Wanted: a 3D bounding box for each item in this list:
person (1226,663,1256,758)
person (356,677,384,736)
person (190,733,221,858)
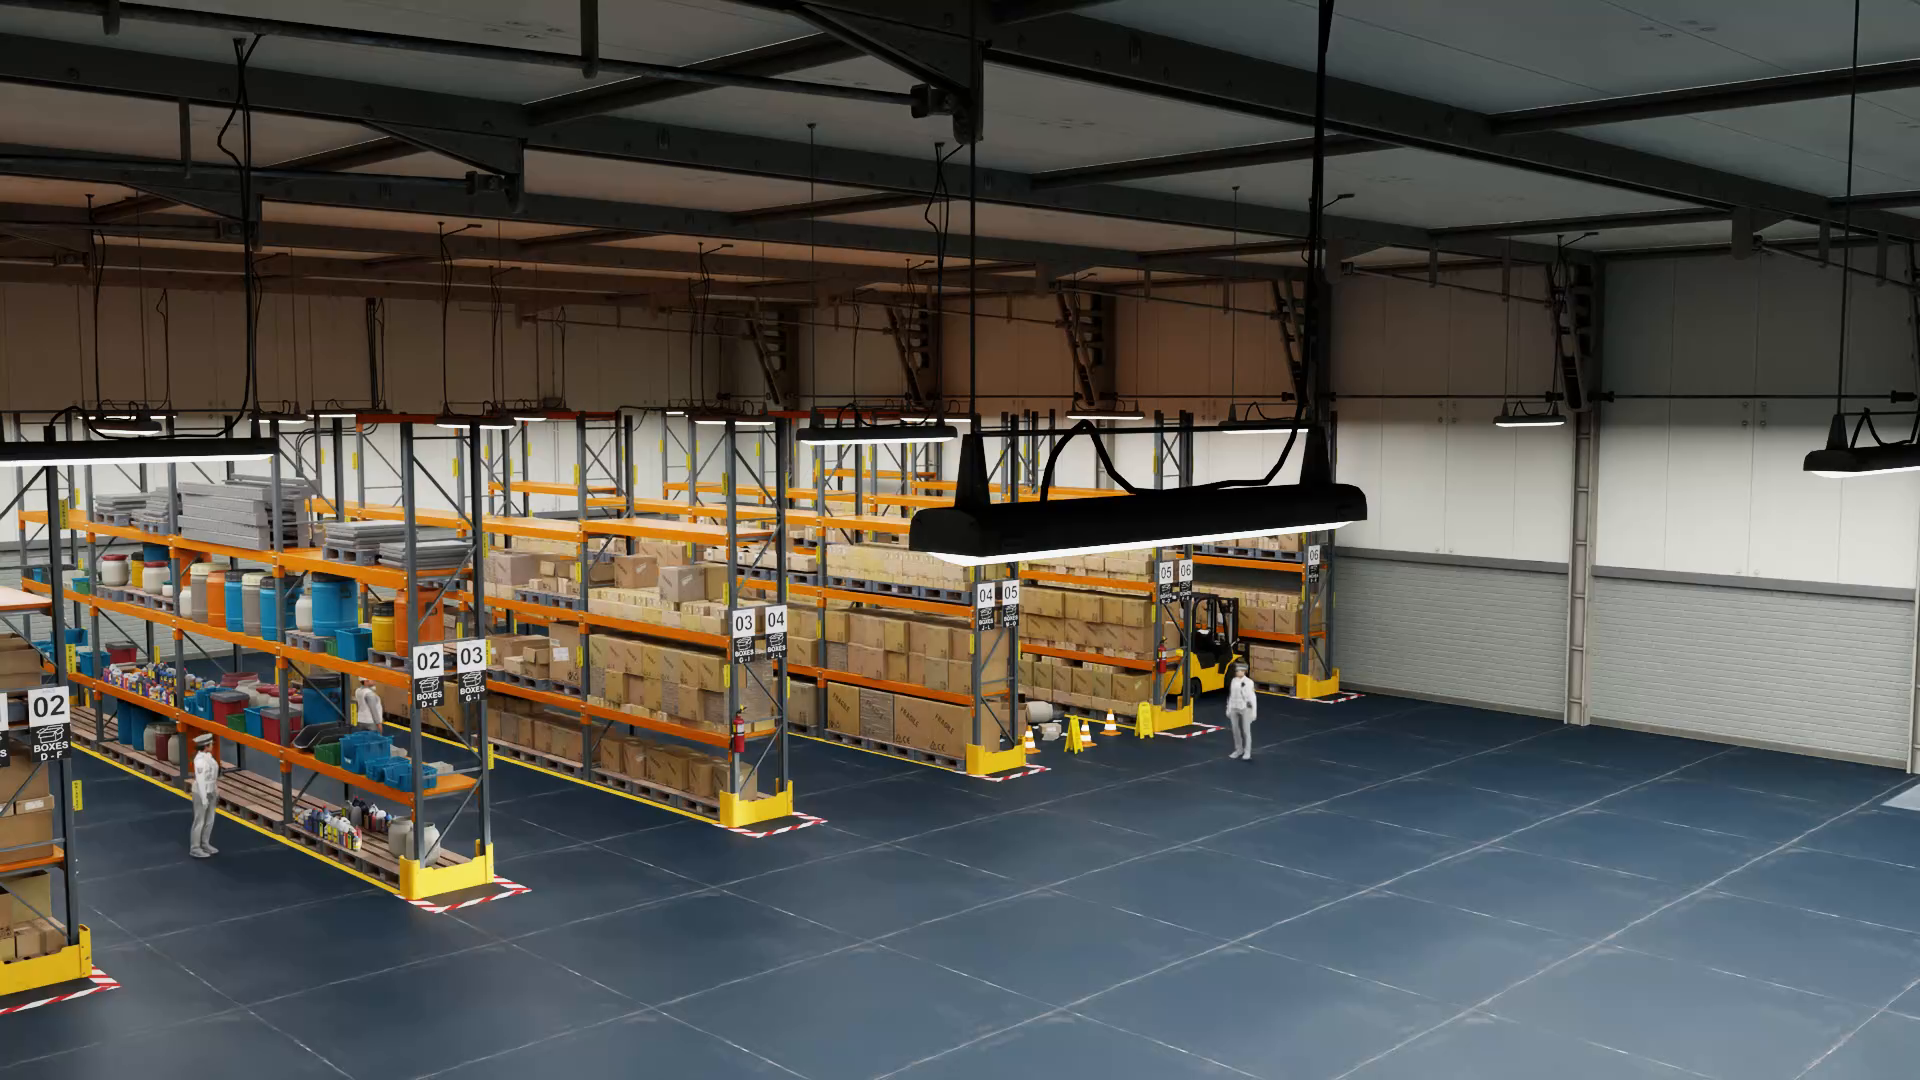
[{"bbox_3d":[4.910,2.986,29.011,0.577,1.723,0.375,4,6,37],"label":"person"},{"bbox_3d":[-9.813,3.054,27.665,0.551,1.804,0.398,3,6,32],"label":"person"},{"bbox_3d":[-10.392,3.505,22.890,0.370,1.686,0.516,0,5,1],"label":"person"}]
